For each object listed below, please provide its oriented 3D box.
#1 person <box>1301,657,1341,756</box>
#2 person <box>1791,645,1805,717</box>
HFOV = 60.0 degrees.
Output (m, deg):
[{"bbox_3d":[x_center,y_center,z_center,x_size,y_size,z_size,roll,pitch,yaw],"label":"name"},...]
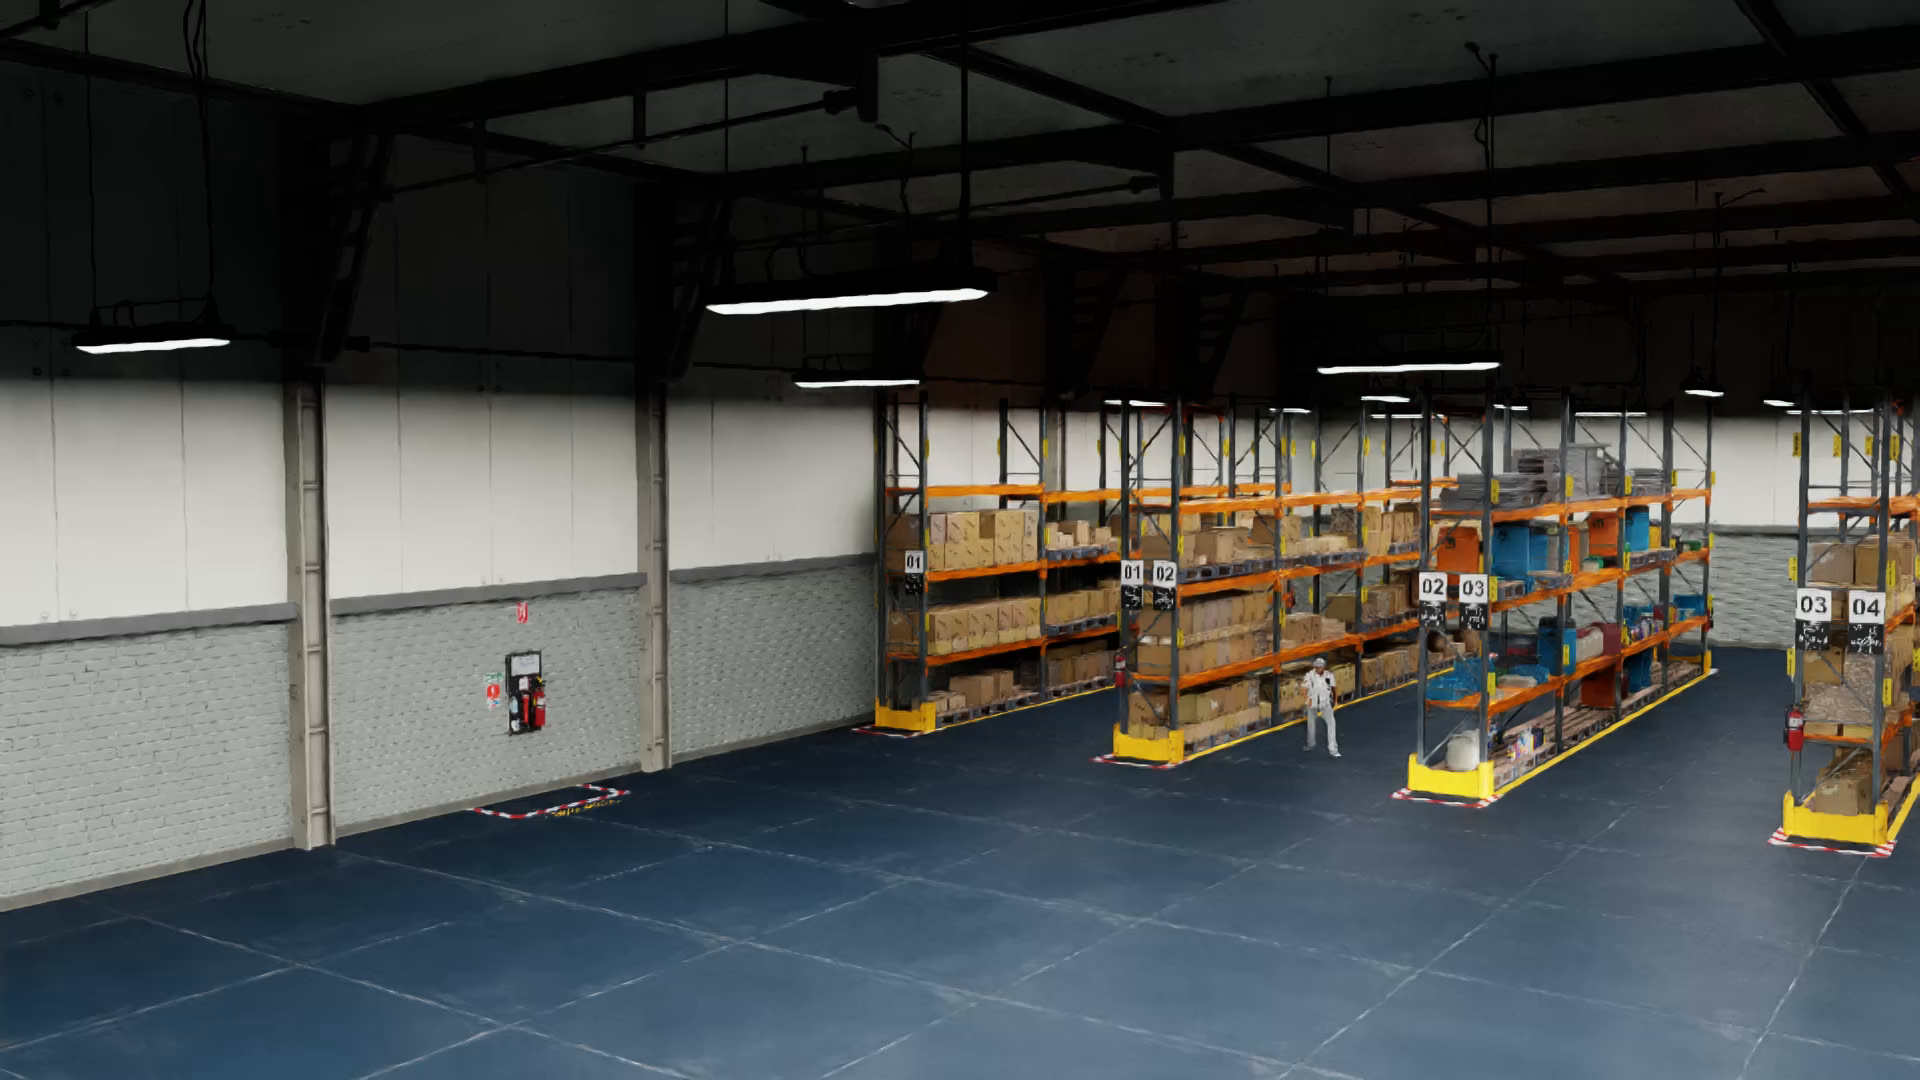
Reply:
[{"bbox_3d":[5.898,2.692,27.141,0.662,1.604,0.782,1,3,15],"label":"person"},{"bbox_3d":[15.726,2.474,30.994,0.495,1.577,1.086,2,4,36],"label":"person"}]
